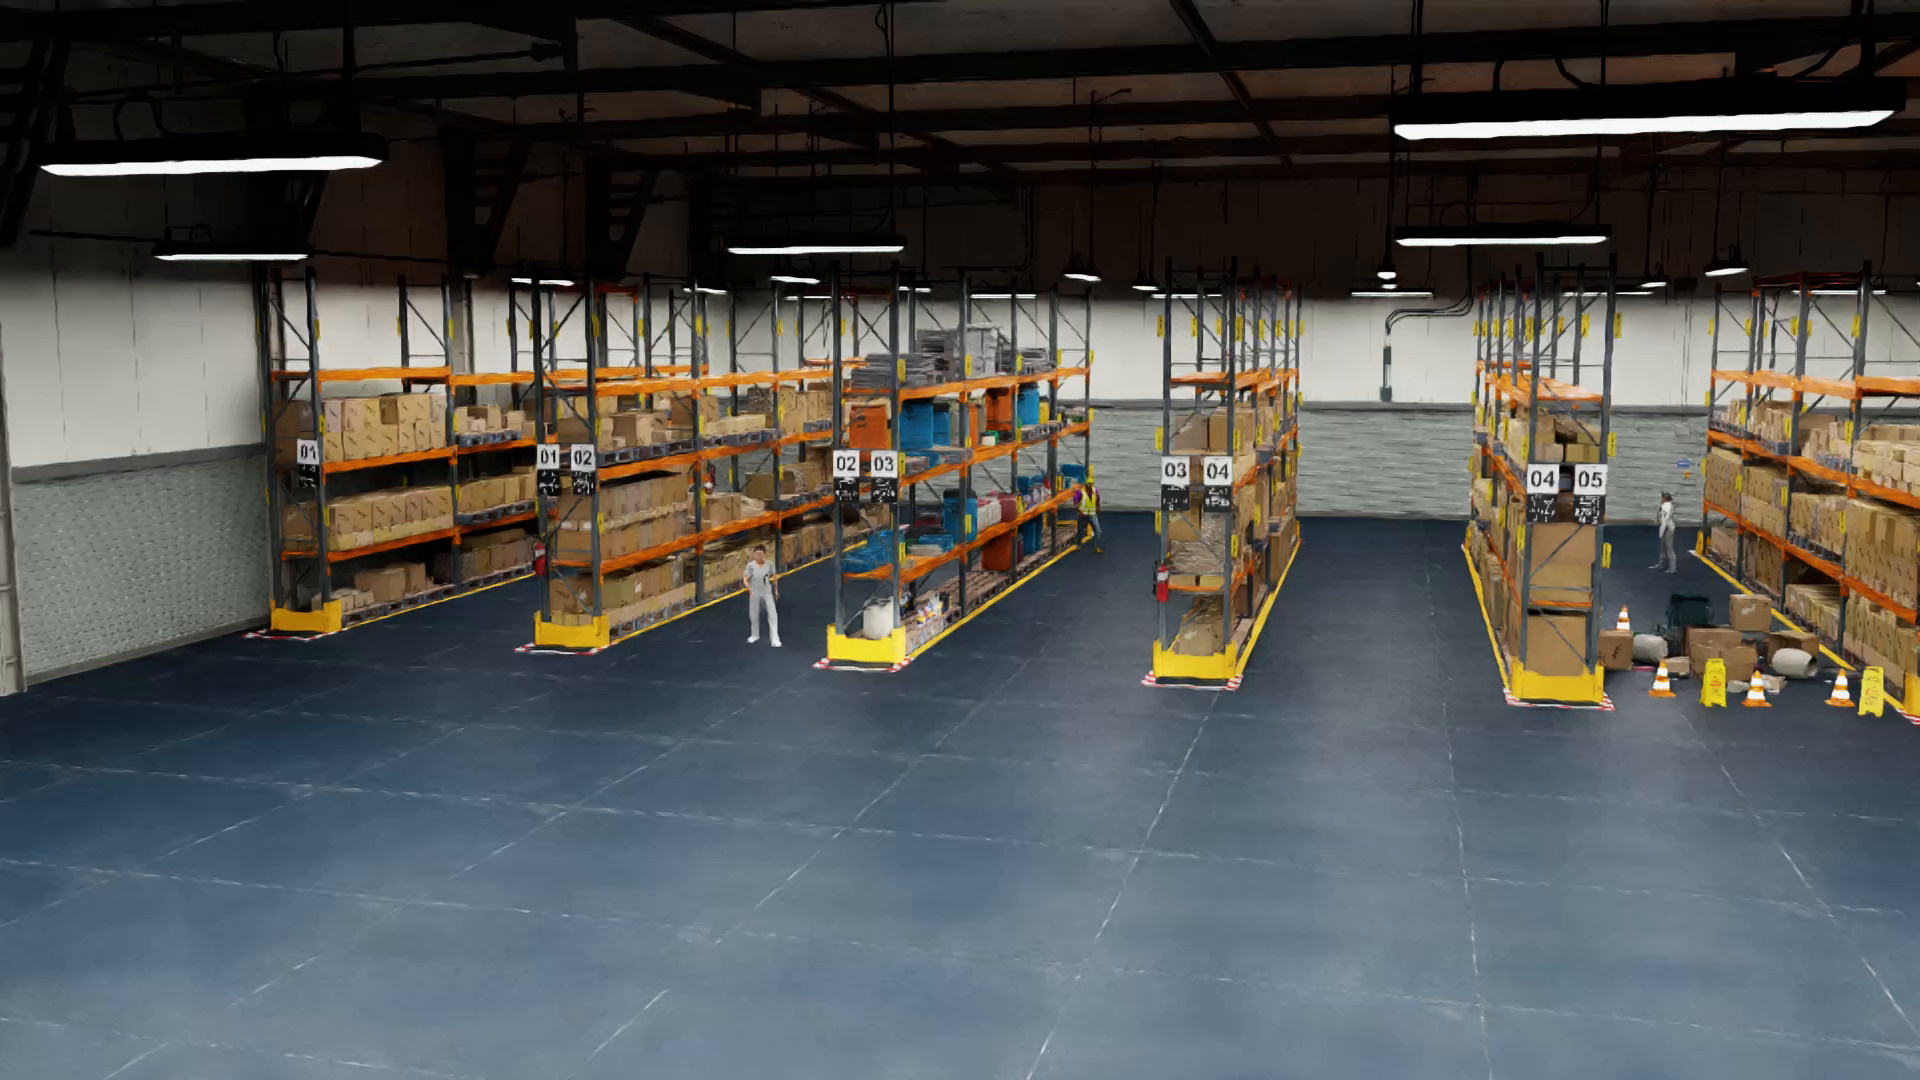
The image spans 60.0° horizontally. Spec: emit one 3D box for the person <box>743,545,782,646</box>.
[{"bbox_3d":[-3.129,0.858,26.367,0.604,1.603,0.811,0,7,-4],"label":"person"}]

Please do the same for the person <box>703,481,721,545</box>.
[{"bbox_3d":[-5.384,-0.412,35.972,0.677,1.742,0.552,2,7,13],"label":"person"}]

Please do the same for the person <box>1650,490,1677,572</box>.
[{"bbox_3d":[14.561,-0.190,34.335,0.546,1.662,0.599,4,8,28],"label":"person"}]

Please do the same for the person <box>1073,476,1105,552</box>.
[{"bbox_3d":[2.861,-0.584,37.305,0.696,1.714,0.749,-2,7,-14],"label":"person"}]
